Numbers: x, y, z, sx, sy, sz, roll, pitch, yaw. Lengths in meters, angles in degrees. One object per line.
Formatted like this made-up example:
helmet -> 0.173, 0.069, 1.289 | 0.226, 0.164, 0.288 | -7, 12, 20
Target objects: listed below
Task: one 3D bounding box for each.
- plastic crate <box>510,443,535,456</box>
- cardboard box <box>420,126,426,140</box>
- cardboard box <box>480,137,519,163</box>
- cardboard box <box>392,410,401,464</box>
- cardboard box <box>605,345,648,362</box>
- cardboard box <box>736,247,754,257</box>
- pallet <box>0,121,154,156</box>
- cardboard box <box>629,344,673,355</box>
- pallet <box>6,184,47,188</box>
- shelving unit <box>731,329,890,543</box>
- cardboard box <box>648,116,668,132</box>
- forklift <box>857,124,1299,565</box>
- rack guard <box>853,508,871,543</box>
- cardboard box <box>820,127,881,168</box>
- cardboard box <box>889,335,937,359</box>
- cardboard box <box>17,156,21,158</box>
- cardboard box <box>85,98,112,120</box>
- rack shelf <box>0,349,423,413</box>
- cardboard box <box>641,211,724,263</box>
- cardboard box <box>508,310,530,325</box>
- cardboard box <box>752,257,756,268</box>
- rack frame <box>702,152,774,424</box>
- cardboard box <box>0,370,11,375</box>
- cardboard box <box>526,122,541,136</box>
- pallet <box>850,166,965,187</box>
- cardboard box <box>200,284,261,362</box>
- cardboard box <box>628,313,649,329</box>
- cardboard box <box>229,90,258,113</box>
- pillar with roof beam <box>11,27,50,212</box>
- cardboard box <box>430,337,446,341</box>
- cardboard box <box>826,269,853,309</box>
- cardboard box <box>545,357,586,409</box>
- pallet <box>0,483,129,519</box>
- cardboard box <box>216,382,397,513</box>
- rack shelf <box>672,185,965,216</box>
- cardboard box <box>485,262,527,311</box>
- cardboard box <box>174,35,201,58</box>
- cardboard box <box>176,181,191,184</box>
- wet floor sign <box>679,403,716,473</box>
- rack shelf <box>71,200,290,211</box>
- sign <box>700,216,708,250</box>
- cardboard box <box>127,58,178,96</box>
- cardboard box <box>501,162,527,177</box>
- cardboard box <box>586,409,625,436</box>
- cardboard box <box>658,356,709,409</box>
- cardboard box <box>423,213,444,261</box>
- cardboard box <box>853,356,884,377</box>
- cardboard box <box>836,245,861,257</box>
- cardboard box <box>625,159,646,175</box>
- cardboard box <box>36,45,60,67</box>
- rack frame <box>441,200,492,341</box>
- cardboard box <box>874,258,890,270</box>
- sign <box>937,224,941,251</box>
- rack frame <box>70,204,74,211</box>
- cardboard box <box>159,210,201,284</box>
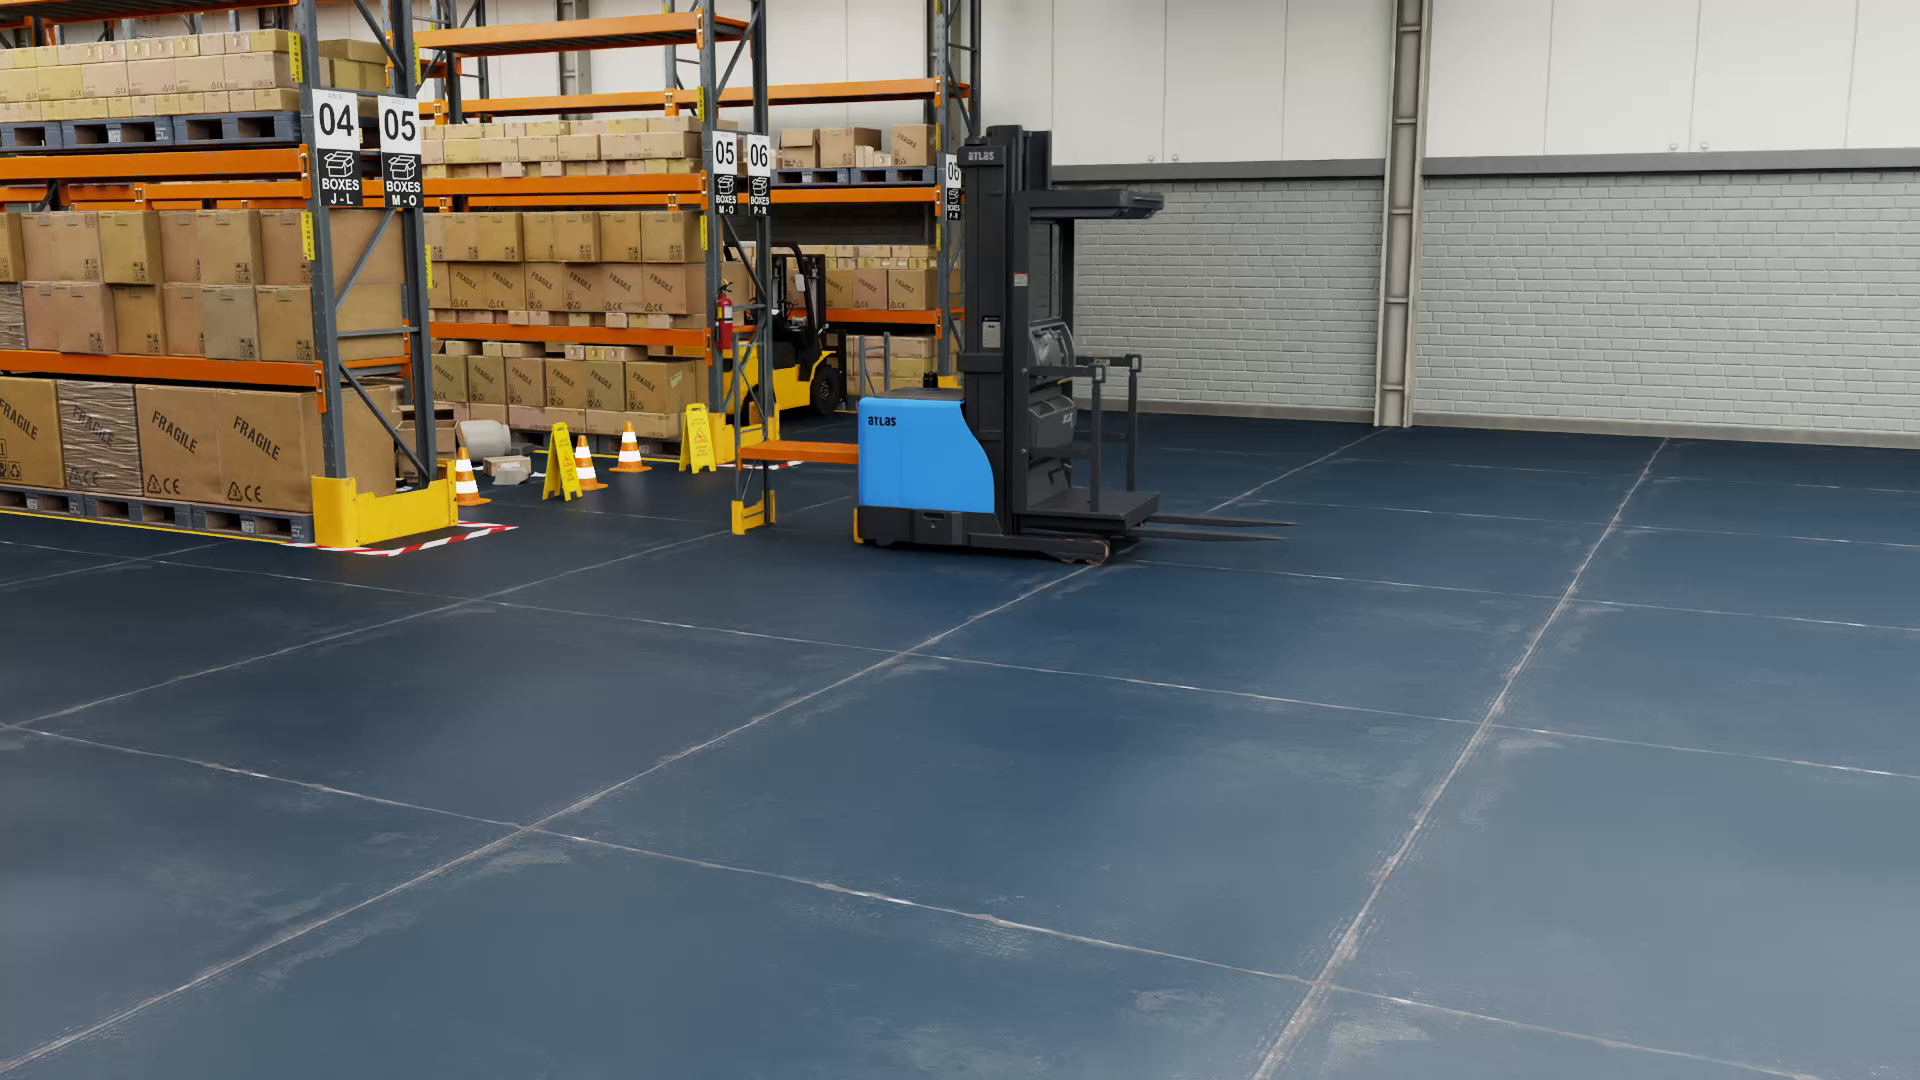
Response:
plastic crate -> -4.743, -0.944, 17.222 | 0.583, 0.080, 0.402 | 1, 10, 6
cardboard box -> -5.651, -4.303, 17.628 | 0.250, 0.149, 0.380 | 5, 11, 25
cardboard box -> -4.605, -4.025, 17.210 | 0.500, 0.250, 0.500 | 5, 11, 26
cardboard box -> -5.739, -0.965, 15.768 | 0.503, 0.637, 0.797 | 5, 11, 26
cardboard box -> -3.394, -1.902, 16.930 | 0.250, 0.149, 0.380 | 5, 12, 27
cardboard box -> -2.748, -3.809, 21.917 | 0.250, 0.149, 0.380 | 5, 12, 27
pallet -> -7.159, -3.203, 13.332 | 1.213, 0.211, 1.003 | 5, 11, 26
cardboard box -> -4.069, -2.506, 23.142 | 0.625, 0.625, 0.875 | 6, 12, 28
pallet -> -10.981, -4.464, 20.578 | 1.213, 0.211, 1.003 | 6, 12, 28
shelving unit -> -1.110, -0.798, 12.427 | 1.083, 1.500, 0.587 | 4, 11, 20
cardboard box -> -2.850, -4.071, 16.345 | 0.250, 0.149, 0.380 | 5, 12, 27
forklift -> 0.834, -1.379, 11.621 | 3.031, 2.935, 1.130 | 4, 11, 20
rack guard -> -0.642, -0.152, 12.370 | 0.087, 0.250, 0.587 | 4, 11, 20
cardboard box -> -1.388, -4.987, 21.199 | 0.500, 0.500, 0.700 | 5, 11, 26
cardboard box -> -0.559, -2.445, 21.053 | 0.500, 0.250, 0.500 | 5, 12, 28
cardboard box -> -11.479, -4.682, 20.455 | 0.258, 0.266, 0.396 | 6, 12, 31
cardboard box -> -6.348, -3.242, 12.545 | 0.250, 0.149, 0.380 | 5, 11, 27
rack shelf -> -6.095, -1.325, 13.150 | 4.000, 0.370, 1.077 | 5, 11, 26
cardboard box -> -2.756, -3.013, 16.533 | 0.500, 0.500, 0.700 | 5, 11, 24
cardboard box -> -4.505, -2.333, 17.406 | 0.250, 0.149, 0.380 | 5, 11, 26
cardboard box -> -2.524, -3.641, 21.825 | 0.250, 0.149, 0.380 | 5, 11, 25
rack frame -> -2.201, -2.320, 16.628 | 0.127, 3.000, 1.000 | 5, 11, 26
cardboard box -> -12.371, -2.391, 21.805 | 0.875, 0.875, 0.875 | 5, 12, 28
cardboard box -> -4.220, -4.194, 17.024 | 0.250, 0.149, 0.380 | 5, 12, 27
pallet -> -0.631, -4.606, 21.081 | 1.213, 0.211, 1.003 | 5, 11, 26
cardboard box -> -5.157, -1.657, 12.544 | 0.550, 0.550, 0.875 | 5, 11, 26
cardboard box -> -3.128, -2.218, 16.767 | 0.250, 0.149, 0.380 | 5, 11, 25
cardboard box -> -4.975, -3.122, 11.881 | 0.250, 0.149, 0.380 | 5, 11, 26
pillar with roof beam -> -18.281, -6.995, 25.612 | 0.548, 9.000, 9.100 | 5, 11, 26
cardboard box -> -7.738, -3.038, 24.612 | 0.250, 0.149, 0.380 | 4, 11, 23
cardboard box -> -1.487, -3.242, 21.440 | 0.500, 0.500, 0.500 | 5, 11, 25
cardboard box -> -3.954, -1.646, 17.337 | 0.500, 0.500, 0.500 | 5, 11, 24
pallet -> -7.241, -0.392, 13.805 | 1.213, 0.211, 1.003 | 5, 11, 26
cardboard box -> -4.938, -0.726, 12.604 | 0.875, 0.875, 0.875 | 5, 11, 26
rack shelf -> -1.802, -4.393, 21.677 | 4.000, 0.370, 1.077 | 5, 11, 26
cardboard box -> -4.612, -2.674, 17.468 | 0.500, 0.500, 0.500 | 5, 11, 25
cardboard box -> -5.439, -3.555, 12.034 | 0.250, 0.149, 0.380 | 5, 12, 27
cardboard box -> -8.940, -4.288, 19.457 | 0.258, 0.266, 0.396 | 5, 11, 26
wet floor sign -> -2.505, -0.976, 15.810 | 0.267, 0.644, 0.232 | -10, 14, -43
rack shelf -> -12.563, -5.339, 26.902 | 4.000, 0.370, 1.077 | 5, 11, 26
sign -> -2.465, -2.958, 16.015 | 0.005, 0.325, 0.100 | 5, 11, 26
cardboard box -> -5.762, -3.399, 12.293 | 0.500, 0.250, 0.500 | 5, 11, 25
cardboard box -> -4.500, -3.809, 17.134 | 0.250, 0.149, 0.380 | 5, 11, 25
cardboard box -> -3.506, -1.237, 17.182 | 0.500, 0.250, 0.500 | 5, 11, 26
cardboard box -> -2.824, -1.652, 17.373 | 0.500, 0.500, 0.500 | 5, 11, 24
cardboard box -> -5.490, -3.254, 17.862 | 0.500, 0.500, 0.700 | 5, 11, 25
cardboard box -> -1.028, -2.243, 21.336 | 0.500, 0.250, 0.500 | 5, 11, 25
cardboard box -> -1.378, -3.688, 21.246 | 0.250, 0.149, 0.380 | 5, 12, 27
cardboard box -> -3.106, -3.697, 16.517 | 0.250, 0.149, 0.380 | 5, 12, 28
cardboard box -> -6.797, -3.675, 12.694 | 0.250, 0.149, 0.380 | 5, 11, 26
rack frame -> -7.183, -3.744, 24.493 | 0.127, 3.000, 1.000 | 5, 11, 26
cardboard box -> -0.891, -3.510, 21.099 | 0.250, 0.149, 0.380 | 5, 12, 27
sign -> -0.261, -3.714, 20.413 | 0.005, 0.325, 0.100 | 5, 11, 26
rack frame -> -14.357, -4.374, 27.976 | 0.127, 3.000, 1.000 | 5, 11, 26
cardboard box -> -5.593, -2.257, 12.824 | 0.550, 0.550, 0.875 | 5, 11, 26
